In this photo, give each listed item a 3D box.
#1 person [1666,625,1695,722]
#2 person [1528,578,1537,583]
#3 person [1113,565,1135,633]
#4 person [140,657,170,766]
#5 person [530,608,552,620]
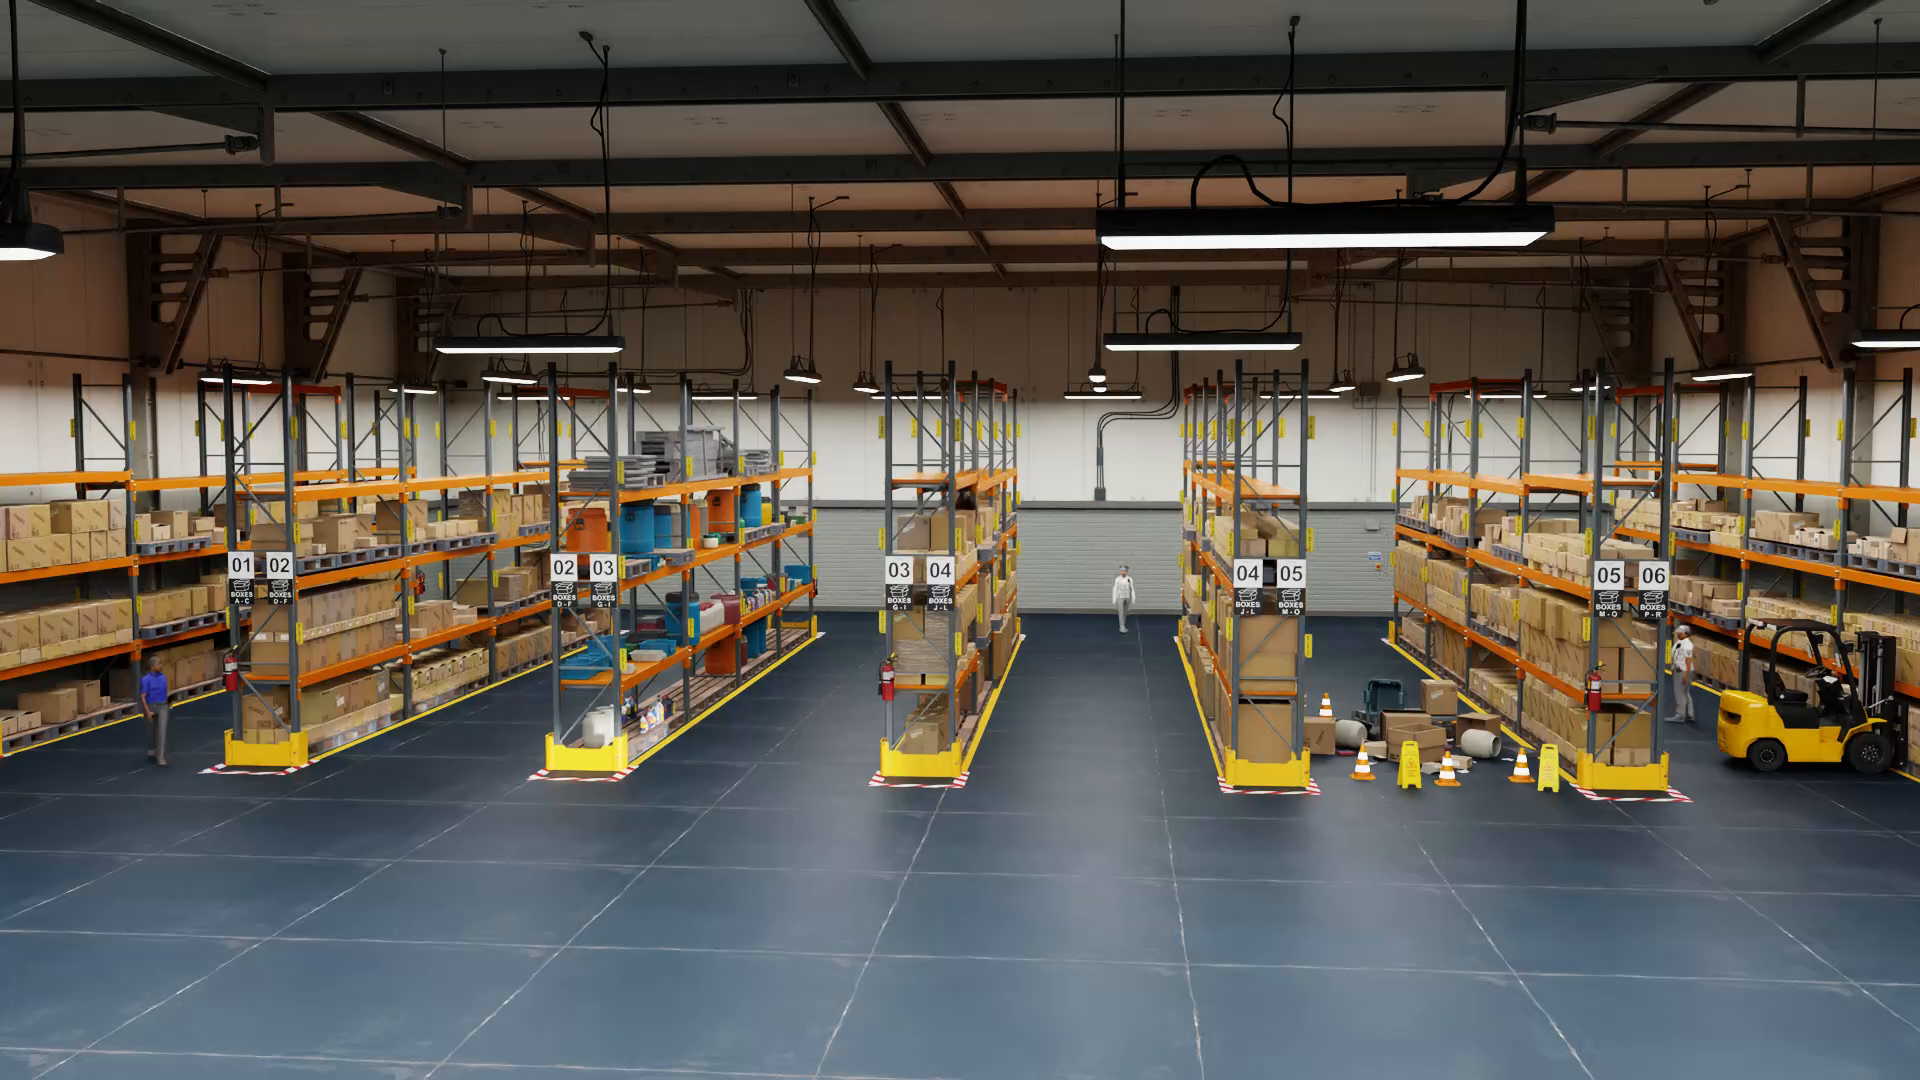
[{"bbox_3d":[12.446,2.297,28.660,0.425,1.669,0.511,2,4,32],"label":"person"},{"bbox_3d":[13.820,1.522,40.322,0.908,1.640,0.494,0,4,0],"label":"person"},{"bbox_3d":[4.080,1.460,41.253,0.496,1.671,0.635,-1,4,-21],"label":"person"},{"bbox_3d":[-12.099,2.560,25.010,0.392,1.608,1.017,-2,4,-22],"label":"person"},{"bbox_3d":[-10.378,1.388,42.002,1.044,1.660,0.638,0,4,-3],"label":"person"}]
